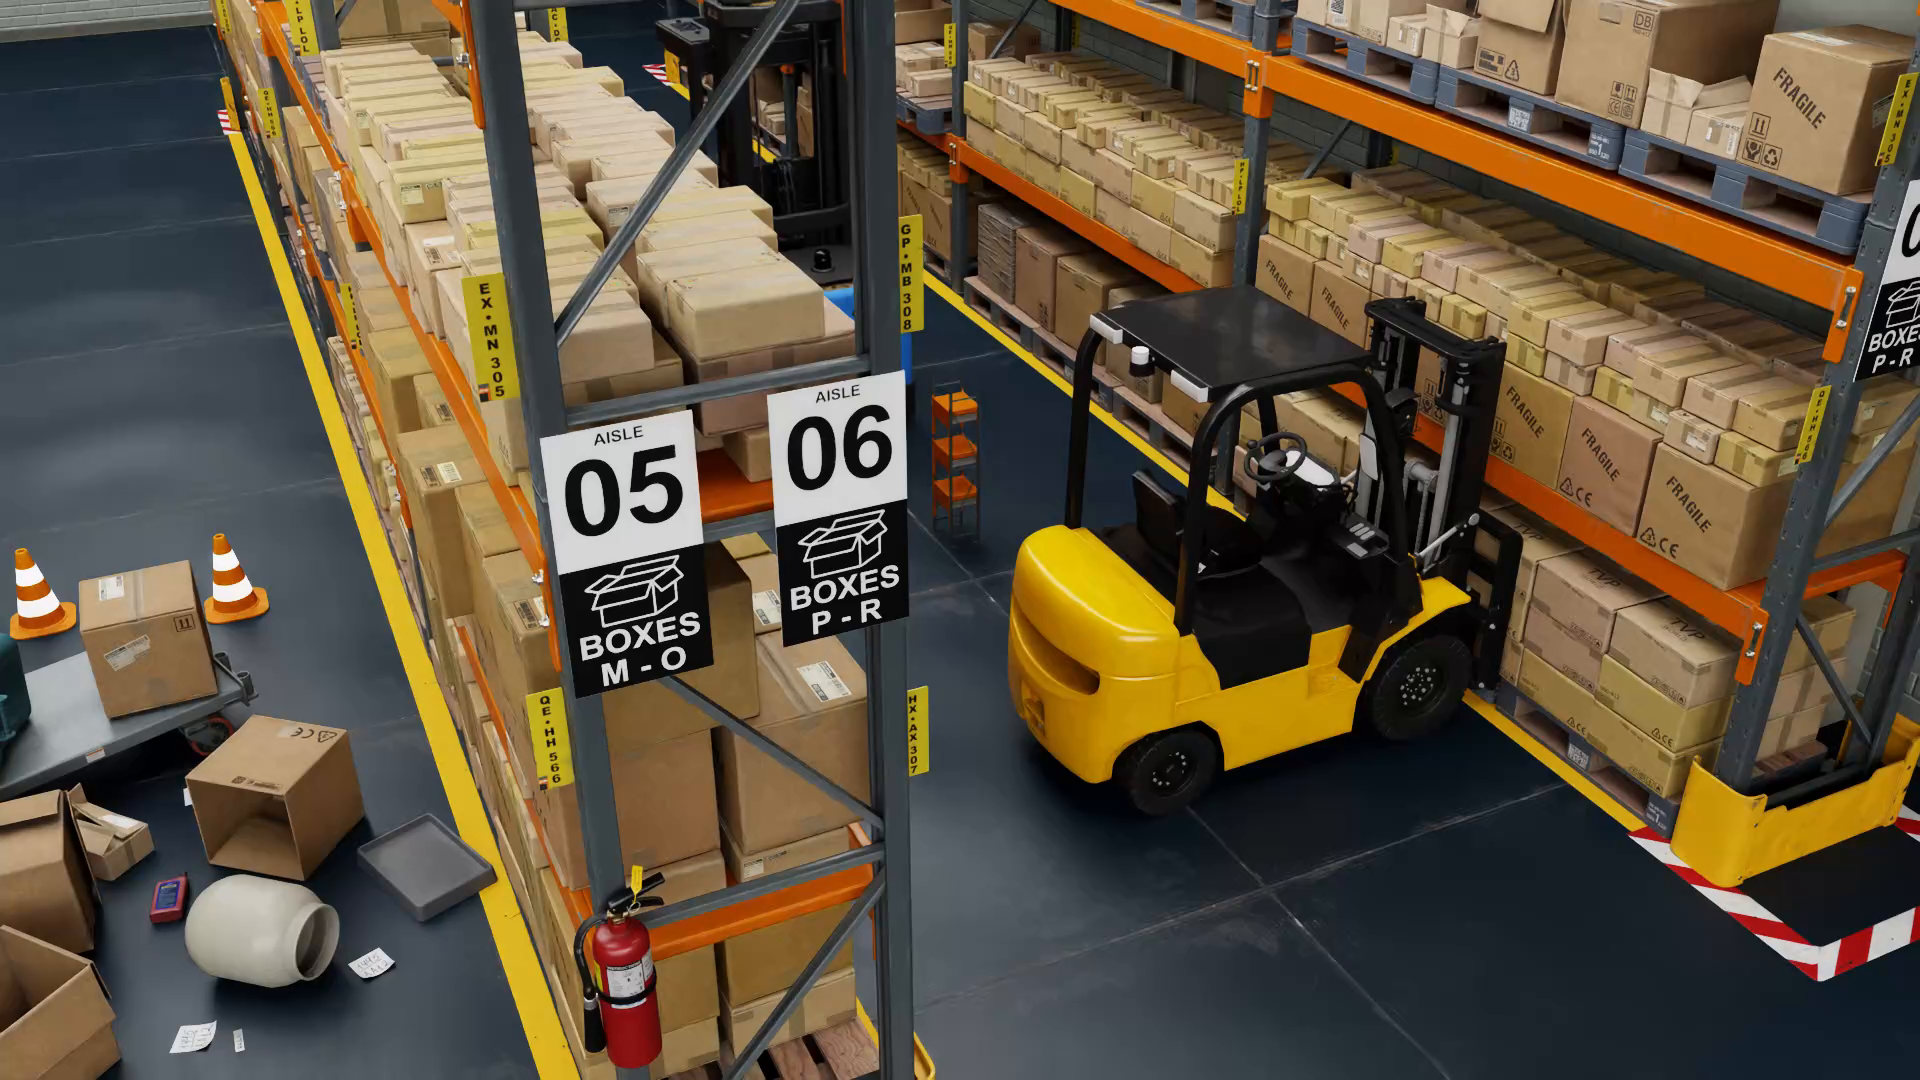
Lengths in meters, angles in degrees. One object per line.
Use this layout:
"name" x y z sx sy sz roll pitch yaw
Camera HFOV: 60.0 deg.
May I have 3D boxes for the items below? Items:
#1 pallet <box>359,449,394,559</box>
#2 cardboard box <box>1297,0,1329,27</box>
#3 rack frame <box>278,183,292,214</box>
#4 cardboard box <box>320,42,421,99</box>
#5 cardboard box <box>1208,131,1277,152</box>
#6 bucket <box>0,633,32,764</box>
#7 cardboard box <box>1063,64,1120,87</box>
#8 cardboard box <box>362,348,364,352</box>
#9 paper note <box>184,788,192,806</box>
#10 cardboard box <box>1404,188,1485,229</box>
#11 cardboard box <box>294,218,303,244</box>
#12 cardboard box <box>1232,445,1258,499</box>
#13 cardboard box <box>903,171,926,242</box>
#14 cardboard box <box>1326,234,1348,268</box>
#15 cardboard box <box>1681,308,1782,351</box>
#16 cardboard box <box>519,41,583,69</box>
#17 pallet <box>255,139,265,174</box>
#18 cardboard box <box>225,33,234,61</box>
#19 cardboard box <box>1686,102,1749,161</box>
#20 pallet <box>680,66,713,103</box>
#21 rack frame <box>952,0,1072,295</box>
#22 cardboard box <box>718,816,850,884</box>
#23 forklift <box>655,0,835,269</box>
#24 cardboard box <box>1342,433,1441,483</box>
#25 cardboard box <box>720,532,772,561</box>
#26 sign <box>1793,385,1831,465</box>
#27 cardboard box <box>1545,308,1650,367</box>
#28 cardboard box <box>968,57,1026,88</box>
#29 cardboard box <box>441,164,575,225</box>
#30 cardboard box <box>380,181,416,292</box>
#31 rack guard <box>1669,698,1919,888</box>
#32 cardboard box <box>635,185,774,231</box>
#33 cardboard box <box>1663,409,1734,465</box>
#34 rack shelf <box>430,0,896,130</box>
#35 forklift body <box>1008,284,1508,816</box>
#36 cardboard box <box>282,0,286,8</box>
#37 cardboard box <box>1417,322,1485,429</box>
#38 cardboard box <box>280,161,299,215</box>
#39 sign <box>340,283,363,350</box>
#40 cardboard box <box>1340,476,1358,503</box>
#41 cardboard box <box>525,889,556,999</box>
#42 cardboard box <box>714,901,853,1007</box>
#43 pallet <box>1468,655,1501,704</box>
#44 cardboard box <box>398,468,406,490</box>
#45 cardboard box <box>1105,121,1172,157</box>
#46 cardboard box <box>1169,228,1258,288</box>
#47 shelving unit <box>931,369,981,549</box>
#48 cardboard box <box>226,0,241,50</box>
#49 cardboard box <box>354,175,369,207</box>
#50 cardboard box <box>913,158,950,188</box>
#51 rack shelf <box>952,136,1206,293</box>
"pallet" -3.215 -0.340 10.613 1.003 0.211 1.213 -13 32 -22
"cardboard box" 2.048 -2.880 8.950 0.380 0.149 0.250 -12 32 -21
"rack frame" -5.784 -4.207 14.659 0.949 2.616 0.053 -13 32 -22
"cardboard box" -2.512 -2.011 7.118 0.380 0.149 0.250 -14 32 -23
"cardboard box" 1.869 -2.592 11.013 0.380 0.149 0.250 -13 32 -22
"bucket" -4.639 0.752 7.607 0.726 0.611 0.620 -3 19 -5
"cardboard box" 1.004 -3.489 12.613 0.380 0.149 0.250 -13 32 -22
"cardboard box" -3.063 -1.142 9.020 0.380 0.149 0.250 -14 32 -23
"paper note" -3.666 1.215 8.025 0.148 0.019 0.142 -13 32 -22
"cardboard box" 2.735 -1.861 9.406 0.380 0.149 0.250 -13 32 -22
"cardboard box" -5.448 -3.206 14.616 0.875 0.875 0.875 -12 31 -20
"cardboard box" 2.038 -0.417 10.282 0.500 0.250 0.500 -13 32 -21
"cardboard box" -0.169 -2.941 14.528 0.500 0.500 0.500 -14 32 -23
"cardboard box" 2.278 -1.624 9.286 0.380 0.149 0.250 -13 32 -22
"cardboard box" 3.594 -0.948 7.777 0.380 0.149 0.250 -13 32 -22
"cardboard box" -1.838 -2.026 7.144 0.380 0.149 0.250 -14 32 -23
"pallet" -6.570 -3.882 16.930 1.003 0.211 1.213 -13 32 -22
"cardboard box" -6.671 -4.846 15.697 0.500 0.500 0.500 -14 32 -23
"cardboard box" 3.216 -1.677 6.806 0.380 0.149 0.250 -14 32 -23
"pallet" -2.647 -5.415 19.665 1.003 0.211 1.213 -13 32 -22
"rack frame" 0.412 -3.483 13.368 1.000 3.000 0.127 -13 32 -22
"cardboard box" -0.594 1.010 5.611 0.380 0.149 0.250 -13 32 -22
"forklift" -1.437 -2.630 11.917 1.121 2.935 3.031 -14 32 -24
"cardboard box" 2.488 -0.411 9.249 0.500 0.250 0.500 -12 31 -20
"cardboard box" -1.033 0.201 6.392 0.500 0.500 0.500 -14 32 -23
"sign" 3.350 -0.450 6.533 0.100 0.325 0.005 -13 32 -22
"cardboard box" 2.980 -0.949 7.780 0.380 0.149 0.250 -12 32 -21
"cardboard box" 0.283 -3.607 12.824 0.380 0.149 0.250 -12 31 -21
"cardboard box" -1.499 -1.124 5.535 0.380 0.149 0.250 -14 32 -23
"cardboard box" -1.759 -1.121 5.937 0.500 0.250 0.500 -13 32 -22
"rack guard" 3.857 1.151 7.658 1.175 0.500 0.348 -13 32 -22
"cardboard box" -0.818 -1.010 5.332 0.380 0.149 0.250 -13 32 -22
"cardboard box" 3.308 -0.477 7.241 0.380 0.149 0.250 -13 32 -21
"rack shelf" -1.494 -2.091 5.489 1.077 0.370 4.000 -13 32 -22
"forklift body" 1.385 -0.034 8.084 2.313 2.155 1.214 -13 32 -22
"cardboard box" -4.088 -3.463 10.522 0.380 0.149 0.250 -13 32 -22
"cardboard box" 2.738 -0.833 8.539 0.500 0.500 0.500 -13 32 -22
"cardboard box" -4.521 -2.543 11.844 0.500 0.250 0.500 -14 32 -24
"sign" -2.852 -1.059 7.862 0.100 0.325 0.005 -13 32 -22
"cardboard box" 2.481 -0.193 9.372 0.500 0.250 0.500 -13 32 -22
"cardboard box" -1.440 1.579 6.721 0.500 0.250 0.500 -13 32 -22
"cardboard box" -0.742 1.359 6.348 0.500 0.500 0.500 -14 32 -24
"pallet" 2.960 0.400 9.294 1.003 0.211 1.213 -13 32 -22
"cardboard box" -2.507 -0.357 8.049 0.380 0.149 0.250 -13 32 -22
"cardboard box" 1.207 -2.706 11.215 0.380 0.149 0.250 -13 32 -22
"cardboard box" 1.677 -1.819 10.553 0.500 0.250 0.500 -12 32 -21
"shelving unit" -0.023 -0.482 10.008 0.215 1.050 0.252 -13 32 -22
"cardboard box" -5.857 -4.431 13.934 0.500 0.500 0.500 -13 32 -21
"cardboard box" -2.380 -1.554 7.118 0.380 0.149 0.250 -13 32 -22
"cardboard box" -0.174 -3.138 14.216 0.380 0.149 0.250 -15 33 -25
"rack shelf" 1.271 -2.286 11.969 1.077 0.370 4.000 -13 32 -22
